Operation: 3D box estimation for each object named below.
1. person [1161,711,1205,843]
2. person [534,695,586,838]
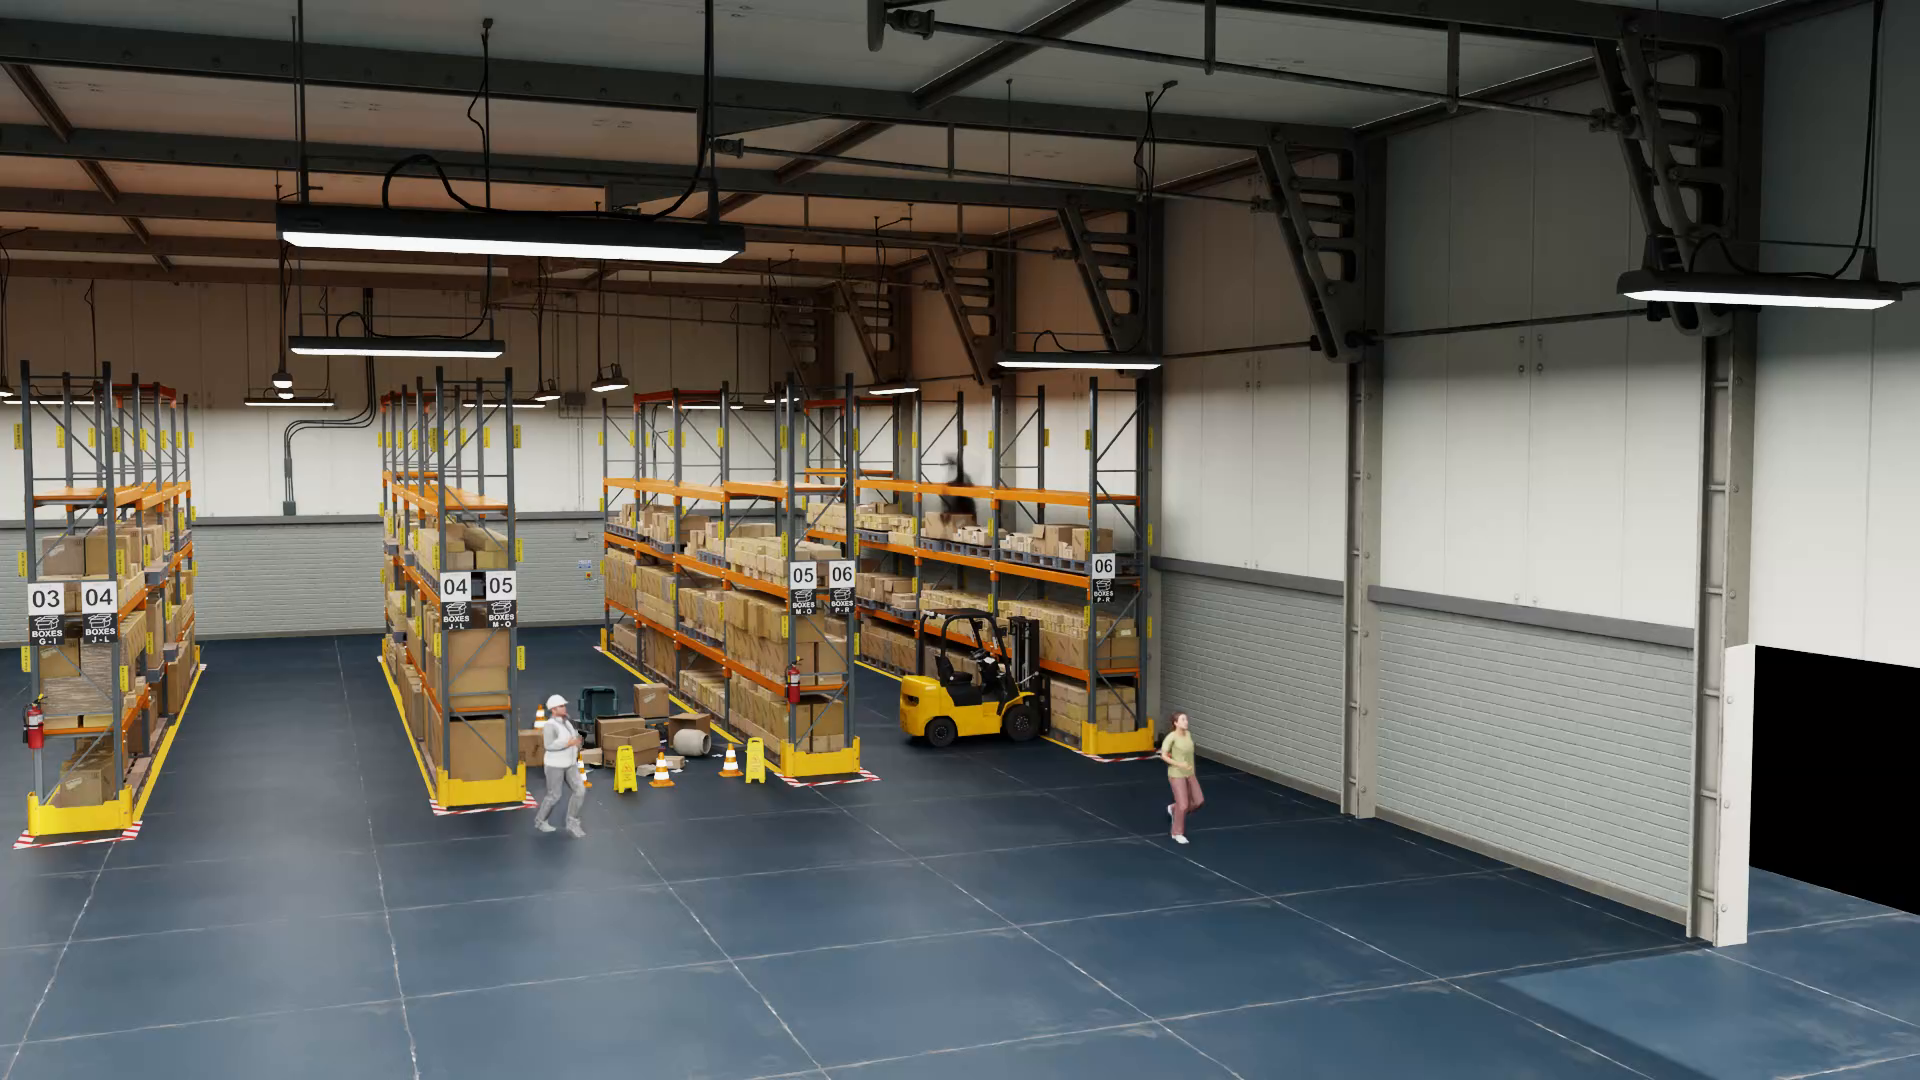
[{"bbox_3d":[2.753,2.942,20.721,0.617,1.635,0.560,-3,4,-39],"label":"person"},{"bbox_3d":[-5.024,2.858,20.926,0.734,1.825,0.639,1,4,23],"label":"person"}]
